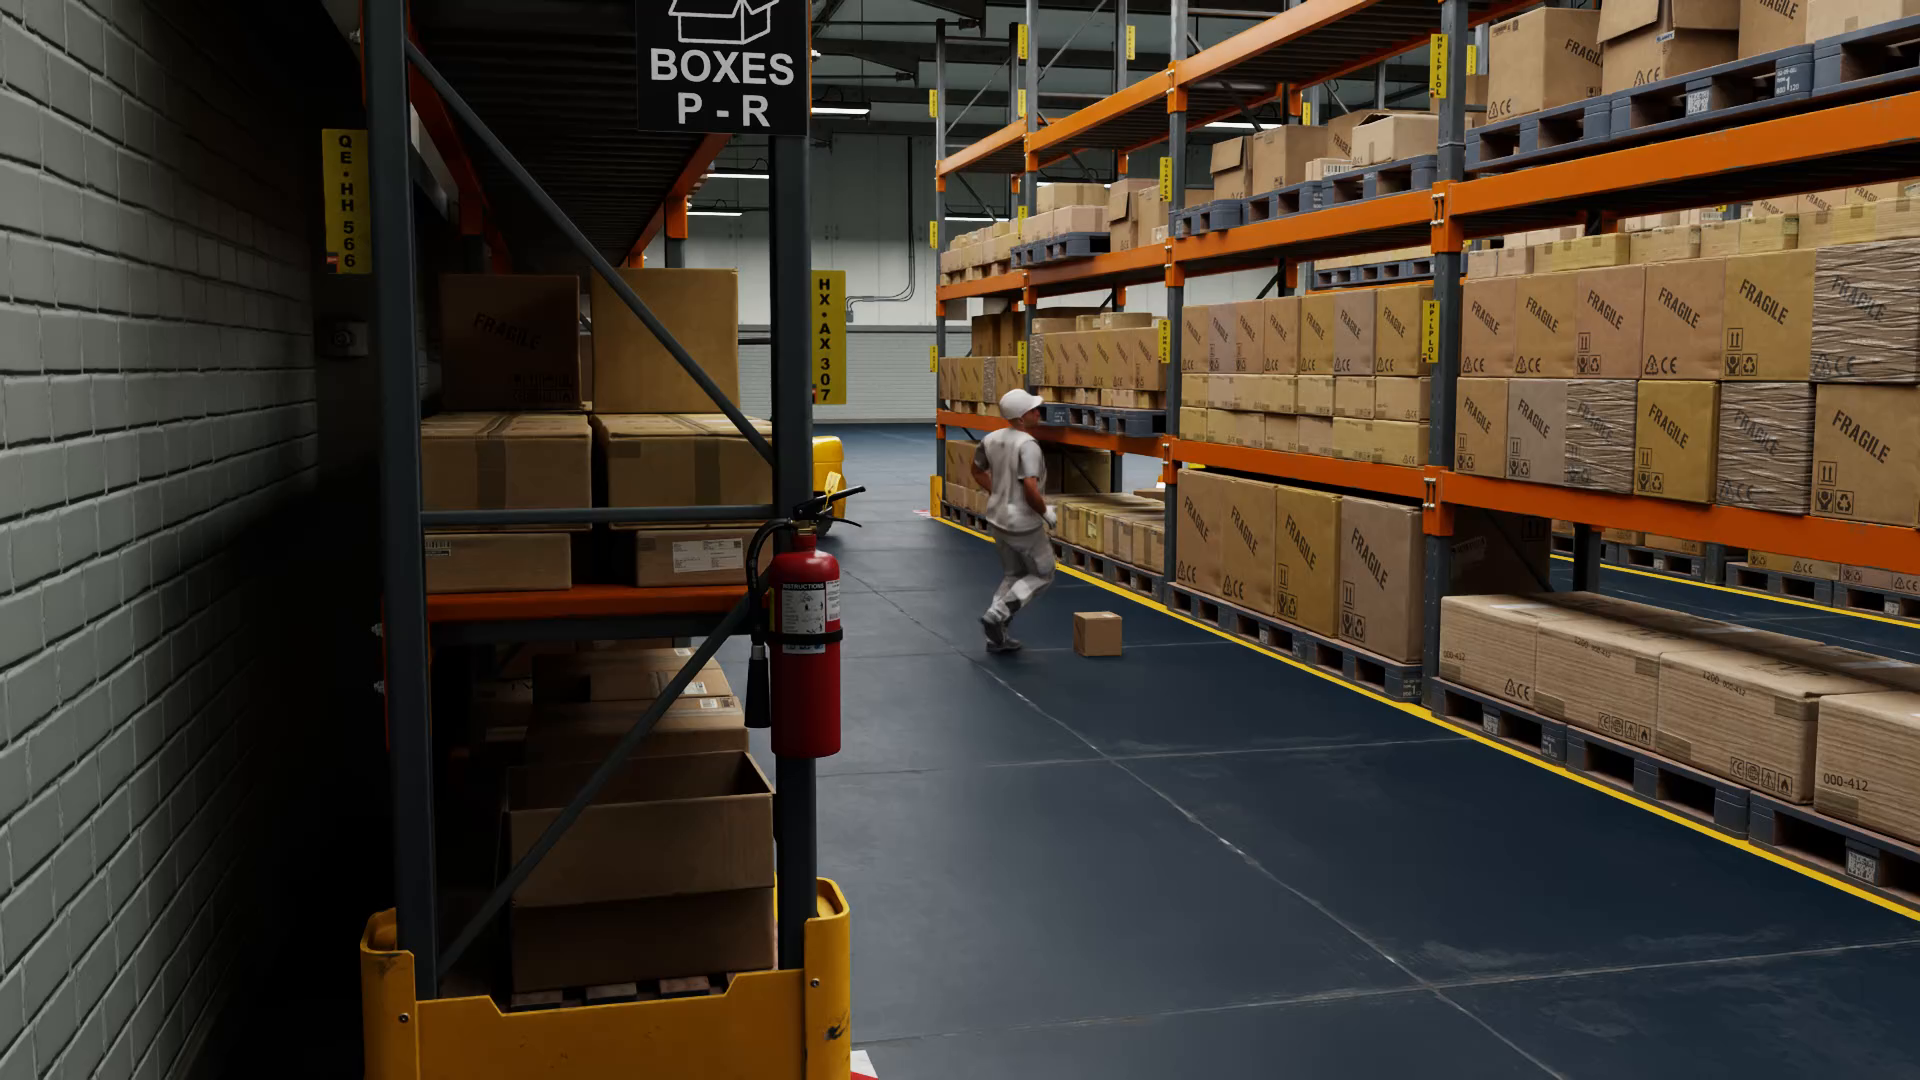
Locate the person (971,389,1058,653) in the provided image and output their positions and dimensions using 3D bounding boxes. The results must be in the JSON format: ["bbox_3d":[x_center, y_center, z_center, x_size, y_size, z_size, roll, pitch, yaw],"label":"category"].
[{"bbox_3d":[0.390,-0.108,10.626,0.519,1.713,0.714,-5,8,-39],"label":"person"}]
